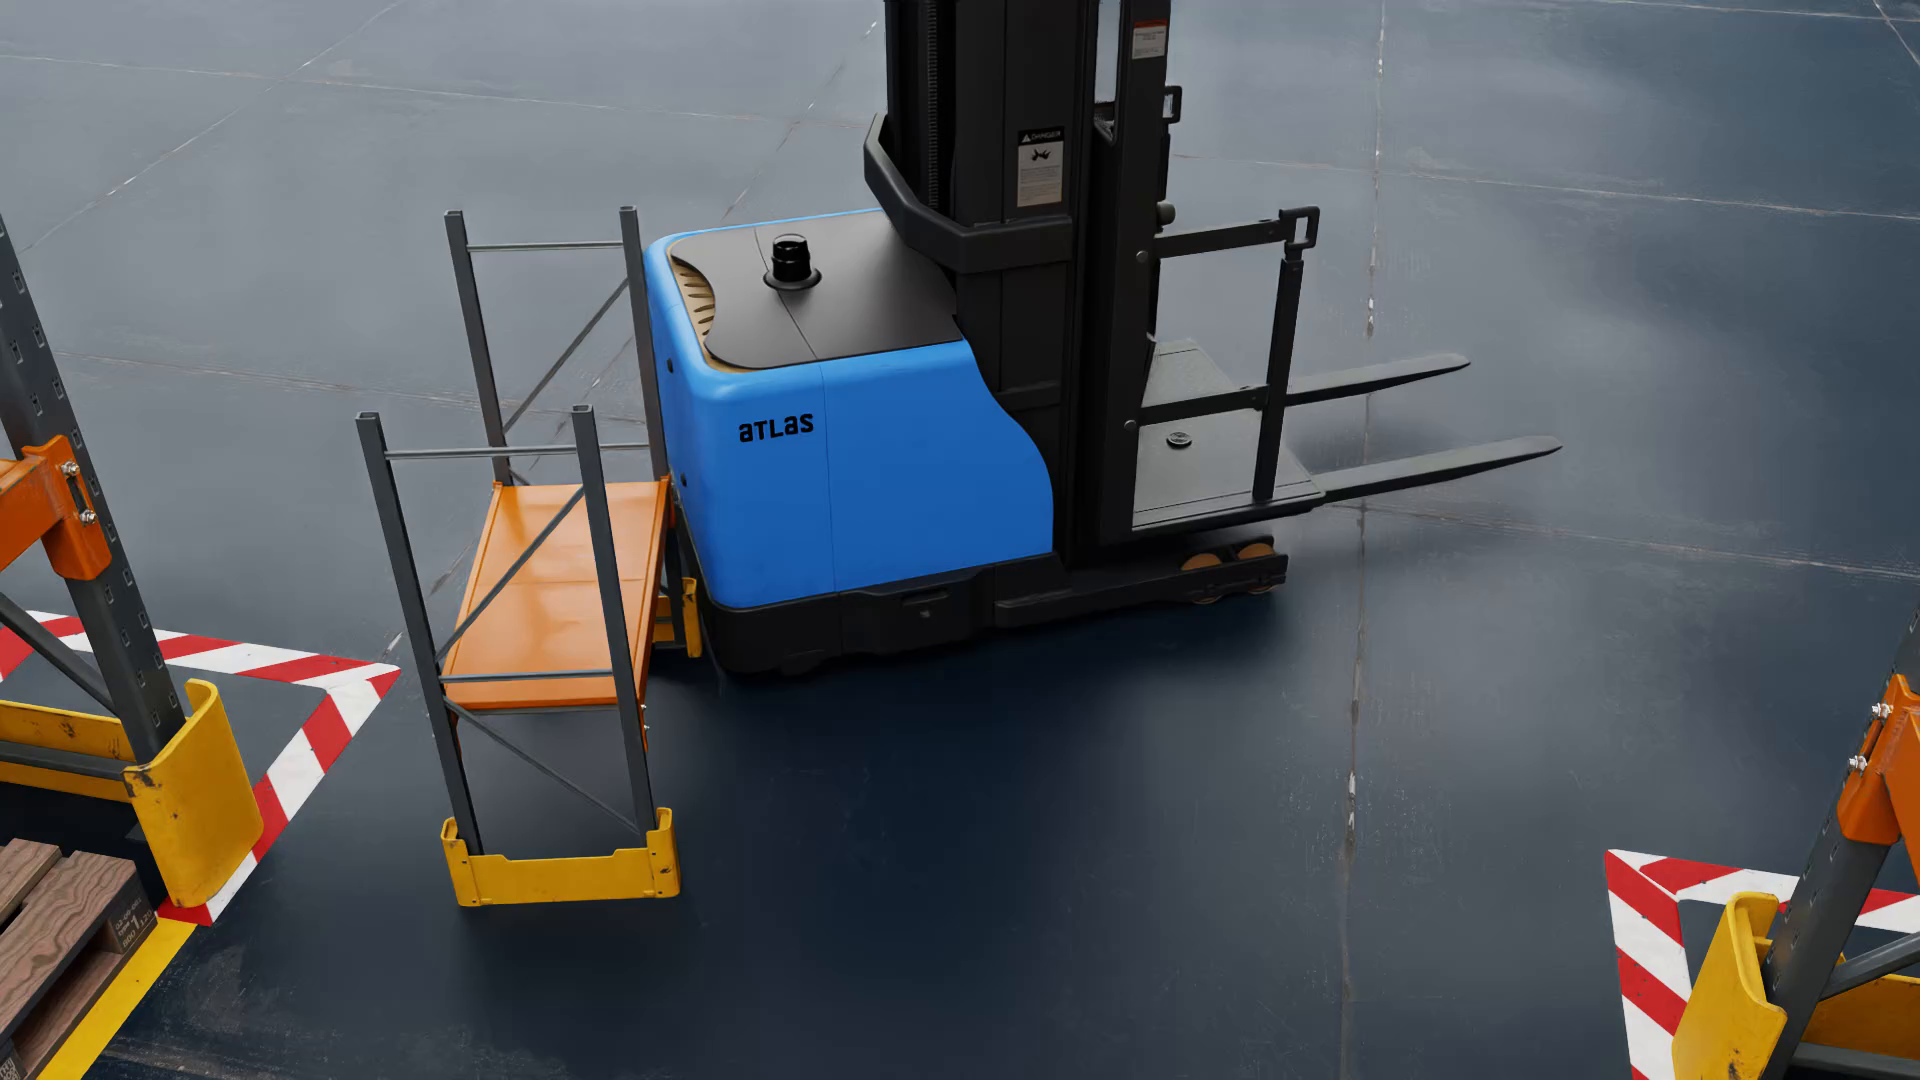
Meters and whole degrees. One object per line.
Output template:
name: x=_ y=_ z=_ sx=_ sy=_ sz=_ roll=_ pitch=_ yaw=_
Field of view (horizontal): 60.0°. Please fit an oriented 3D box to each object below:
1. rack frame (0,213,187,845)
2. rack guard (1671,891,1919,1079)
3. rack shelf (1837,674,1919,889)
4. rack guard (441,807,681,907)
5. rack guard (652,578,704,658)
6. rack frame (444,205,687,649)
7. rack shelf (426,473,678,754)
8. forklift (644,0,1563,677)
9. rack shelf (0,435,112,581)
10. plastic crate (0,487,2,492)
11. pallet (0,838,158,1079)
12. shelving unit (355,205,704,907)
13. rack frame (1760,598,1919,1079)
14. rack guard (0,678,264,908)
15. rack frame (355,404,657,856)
rack frame: x=-2.564 y=-0.454 z=3.820 sx=1.000 sy=3.000 sz=0.127 roll=7 pitch=37 yaw=10
rack guard: x=2.280 y=1.168 z=3.713 sx=1.175 sy=0.500 sz=0.348 roll=7 pitch=37 yaw=10
rack shelf: x=1.847 y=1.607 z=1.589 sx=1.077 sy=0.370 sz=4.000 roll=7 pitch=37 yaw=10
rack guard: x=-1.044 y=0.837 z=4.383 sx=0.587 sy=0.250 sz=0.087 roll=-2 pitch=36 yaw=-3
rack guard: x=-1.108 y=0.253 z=5.188 sx=0.587 sy=0.250 sz=0.087 roll=-2 pitch=36 yaw=-3
rack frame: x=-1.109 y=-0.264 z=4.837 sx=0.500 sy=1.500 sz=0.032 roll=-2 pitch=36 yaw=-3
rack shelf: x=-1.076 y=0.179 z=4.531 sx=0.538 sy=0.185 sz=1.000 roll=-2 pitch=36 yaw=-3
forklift: x=0.569 y=-1.262 z=4.993 sx=3.031 sy=2.935 sz=1.130 roll=-10 pitch=37 yaw=-14
rack shelf: x=-2.991 y=0.984 z=2.449 sx=1.077 sy=0.370 sz=4.000 roll=7 pitch=37 yaw=10
plastic crate: x=-2.378 y=-0.069 z=3.416 sx=0.499 sy=0.251 sz=0.616 roll=7 pitch=37 yaw=10
pallet: x=-2.713 y=1.190 z=3.928 sx=1.003 sy=0.211 sz=1.213 roll=7 pitch=37 yaw=10
shelving unit: x=-1.076 y=0.039 z=4.418 sx=0.587 sy=1.500 sz=1.083 roll=-2 pitch=36 yaw=-3
rack frame: x=2.274 y=0.169 z=2.960 sx=1.000 sy=3.000 sz=0.127 roll=7 pitch=37 yaw=10
rack guard: x=-2.534 y=0.608 z=4.485 sx=1.175 sy=0.500 sz=0.348 roll=7 pitch=37 yaw=10
rack frame: x=-1.044 y=0.331 z=4.015 sx=0.500 sy=1.500 sz=0.032 roll=-2 pitch=36 yaw=-3
